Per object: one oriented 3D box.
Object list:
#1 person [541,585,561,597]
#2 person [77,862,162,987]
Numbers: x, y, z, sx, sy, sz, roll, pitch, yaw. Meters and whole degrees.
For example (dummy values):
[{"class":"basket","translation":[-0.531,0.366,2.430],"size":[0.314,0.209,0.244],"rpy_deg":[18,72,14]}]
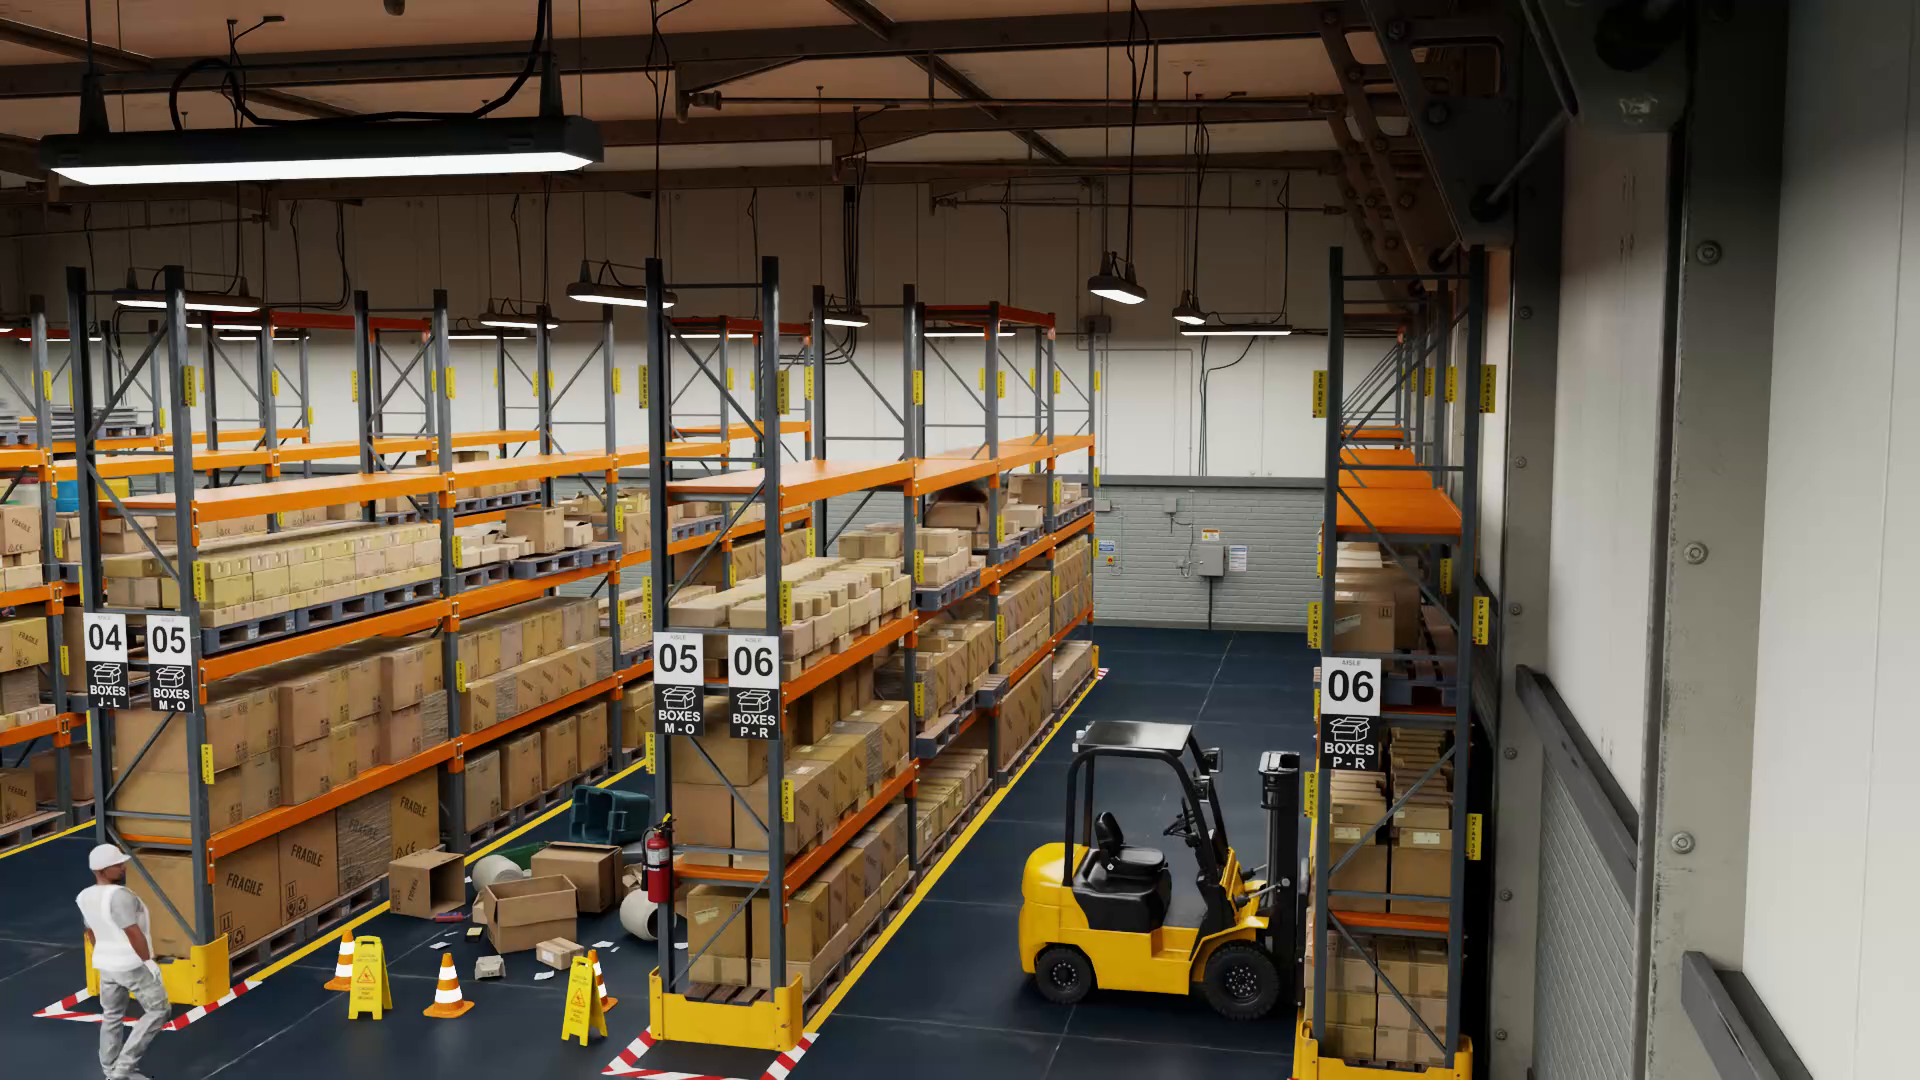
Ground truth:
[{"class":"person","translation":[-8.278,0.886,33.219],"size":[0.592,1.669,0.673],"rpy_deg":[-4,7,-37]},{"class":"person","translation":[-6.021,2.732,11.932],"size":[0.657,1.047,0.391],"rpy_deg":[3,6,24]}]
